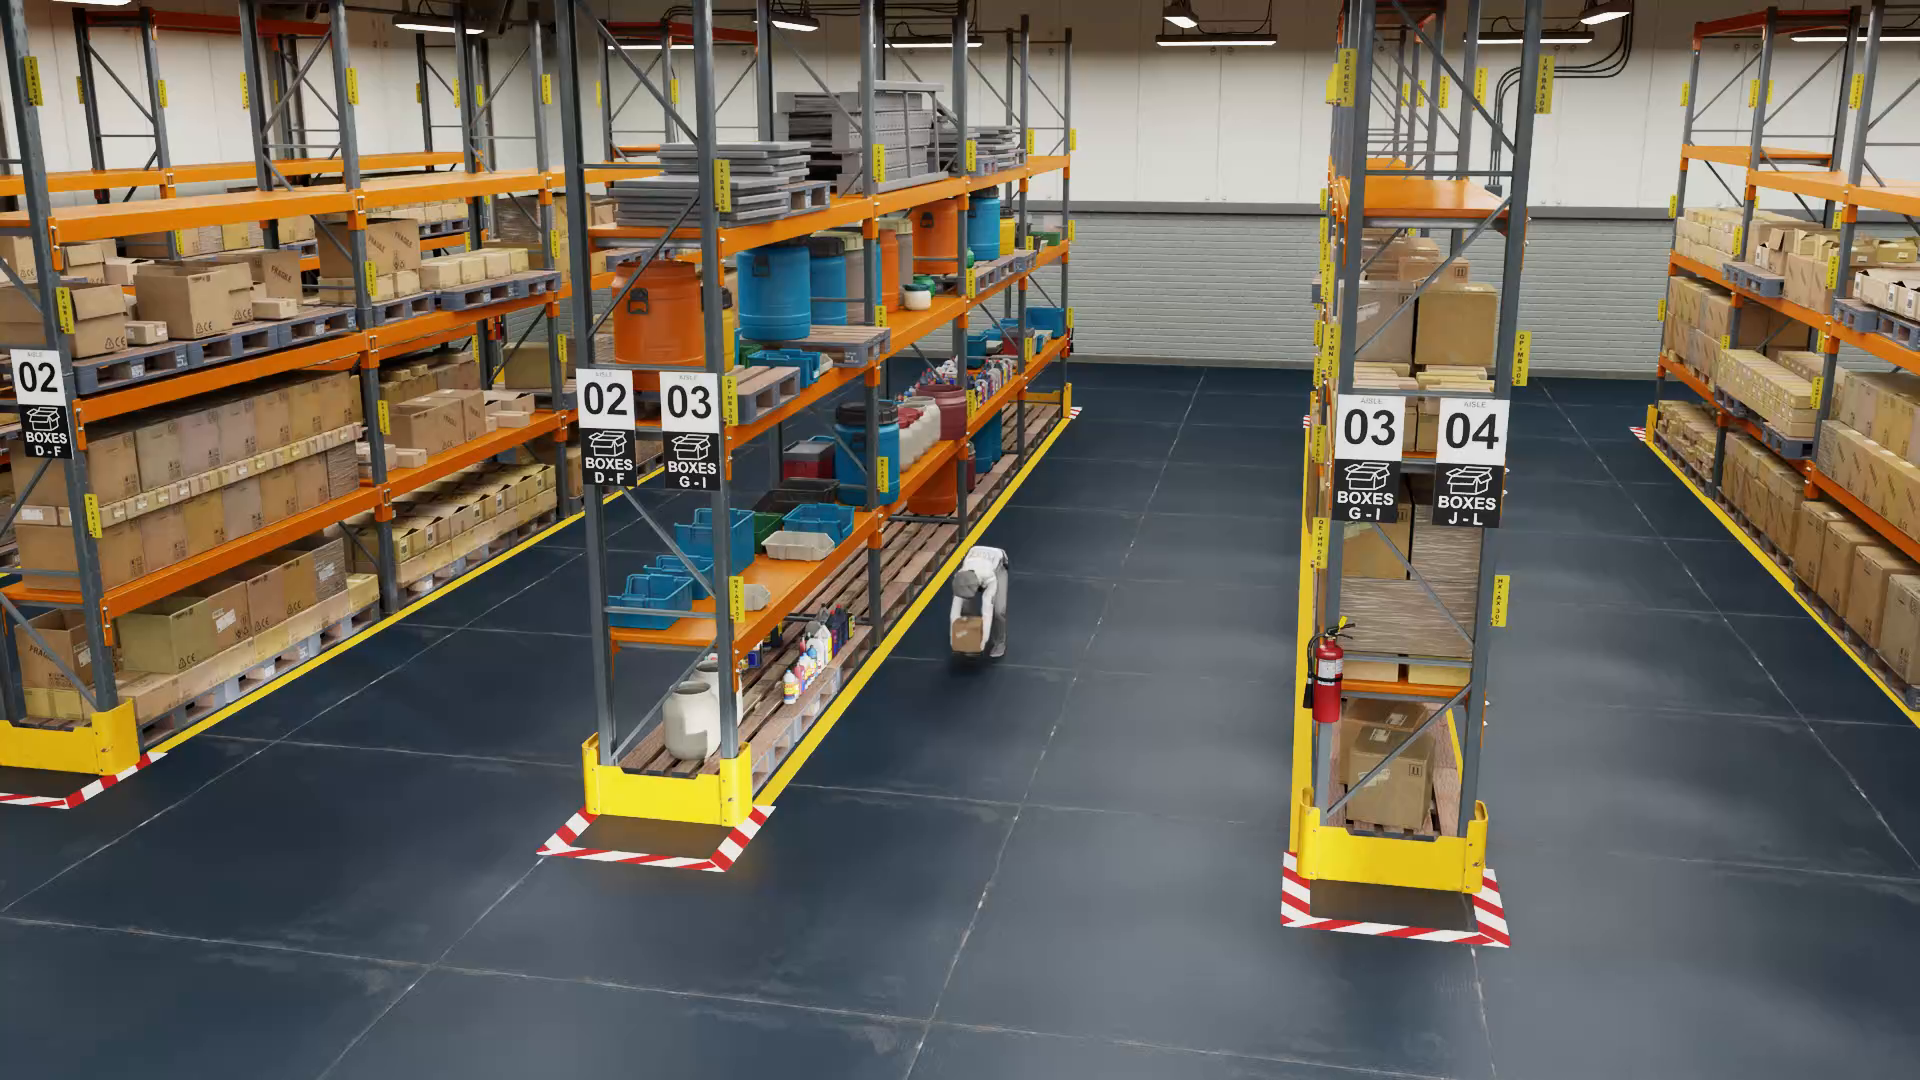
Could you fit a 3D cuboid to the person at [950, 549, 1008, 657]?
[{"bbox_3d":[0.176,0.607,15.045,0.431,0.986,0.912,5,15,17],"label":"person"}]
